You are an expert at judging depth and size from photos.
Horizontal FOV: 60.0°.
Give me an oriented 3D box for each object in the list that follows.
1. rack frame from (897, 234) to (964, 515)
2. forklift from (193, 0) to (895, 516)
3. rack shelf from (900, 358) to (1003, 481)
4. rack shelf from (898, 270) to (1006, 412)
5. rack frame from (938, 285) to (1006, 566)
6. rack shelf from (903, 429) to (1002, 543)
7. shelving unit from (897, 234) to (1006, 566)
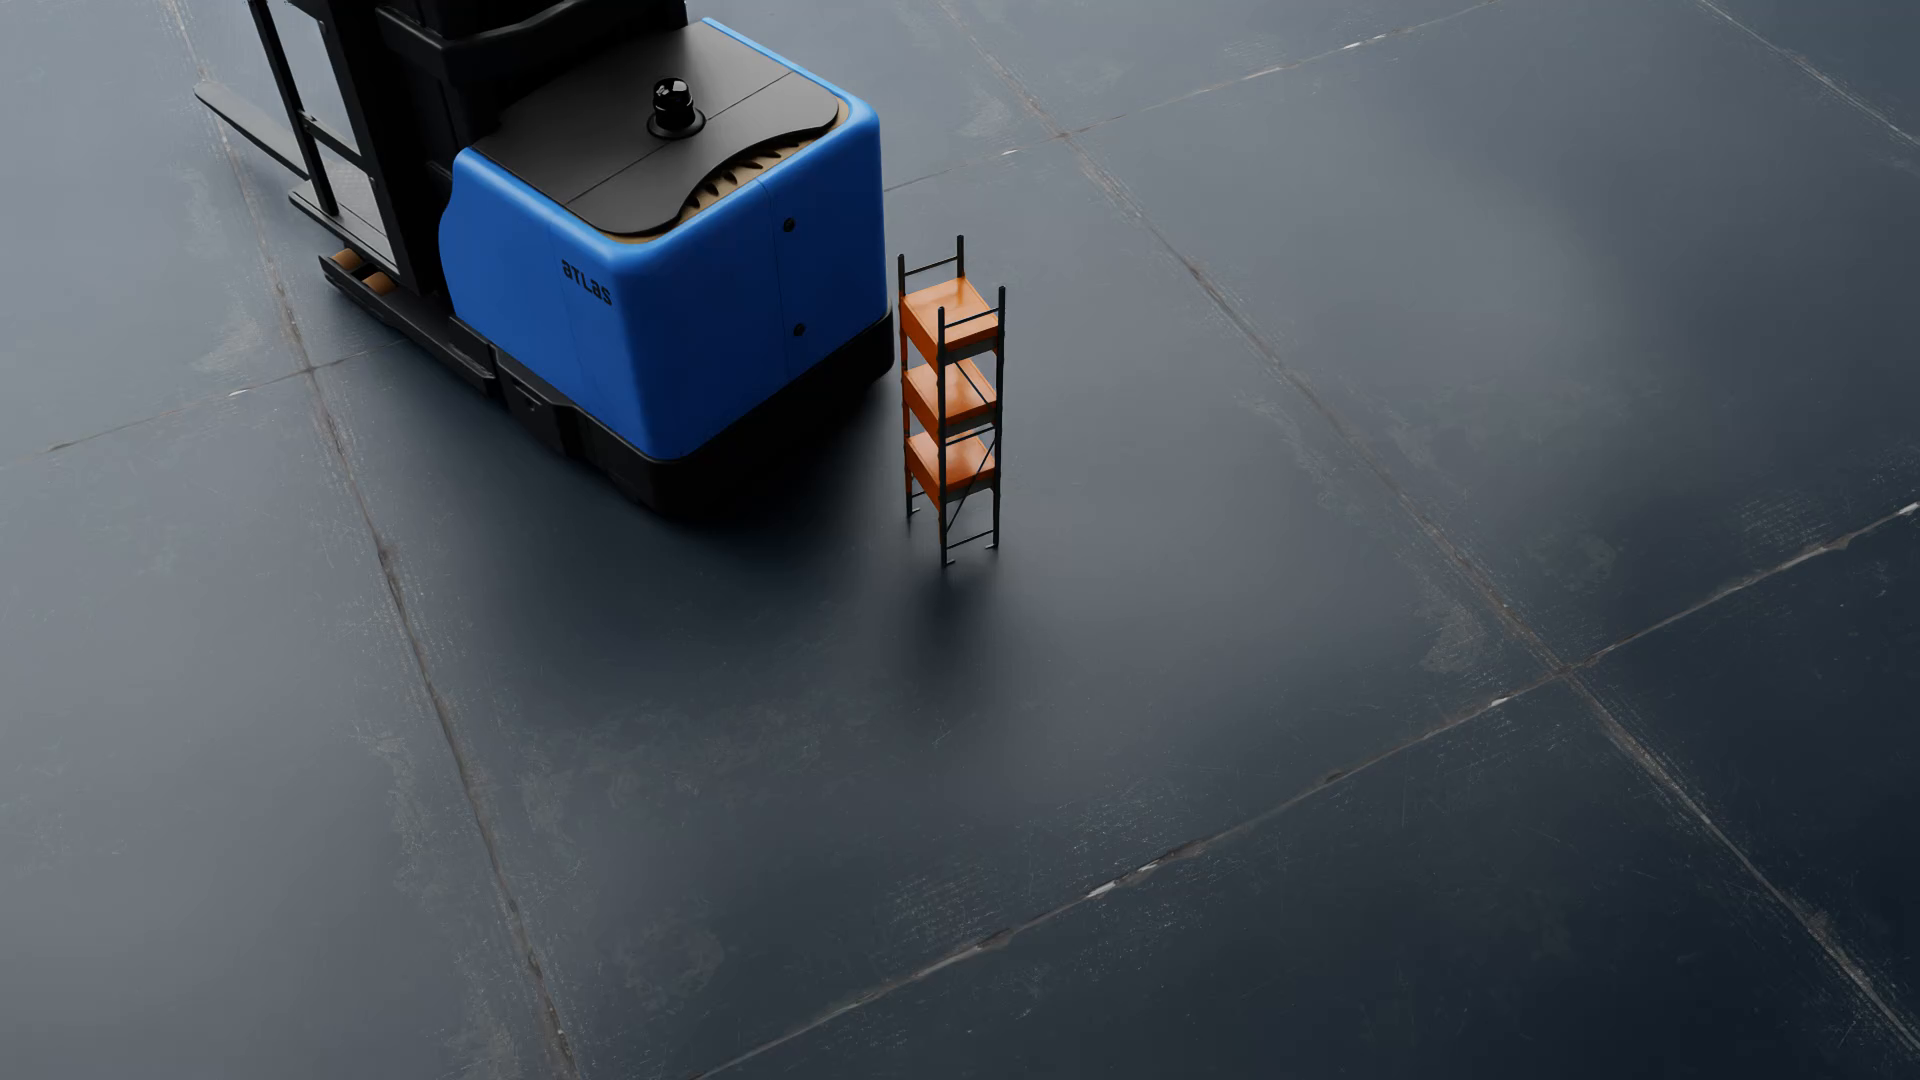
[{"bbox_3d":[-0.080,-0.463,4.958,0.200,1.050,0.008,-21,52,-18],"label":"rack frame"},{"bbox_3d":[-1.656,-2.014,5.064,3.031,2.935,1.130,34,57,26],"label":"forklift"},{"bbox_3d":[-0.024,-0.374,4.894,0.215,0.259,0.240,-21,52,-18],"label":"rack shelf"},{"bbox_3d":[-0.024,-0.561,4.681,0.215,0.259,0.240,-21,52,-18],"label":"rack shelf"},{"bbox_3d":[0.031,-0.300,4.815,0.200,1.050,0.008,-21,52,-18],"label":"rack frame"},{"bbox_3d":[-0.024,-0.192,5.103,0.215,0.259,0.240,-21,52,-18],"label":"rack shelf"},{"bbox_3d":[-0.024,-0.381,4.886,0.215,1.050,0.252,-21,52,-18],"label":"shelving unit"}]
